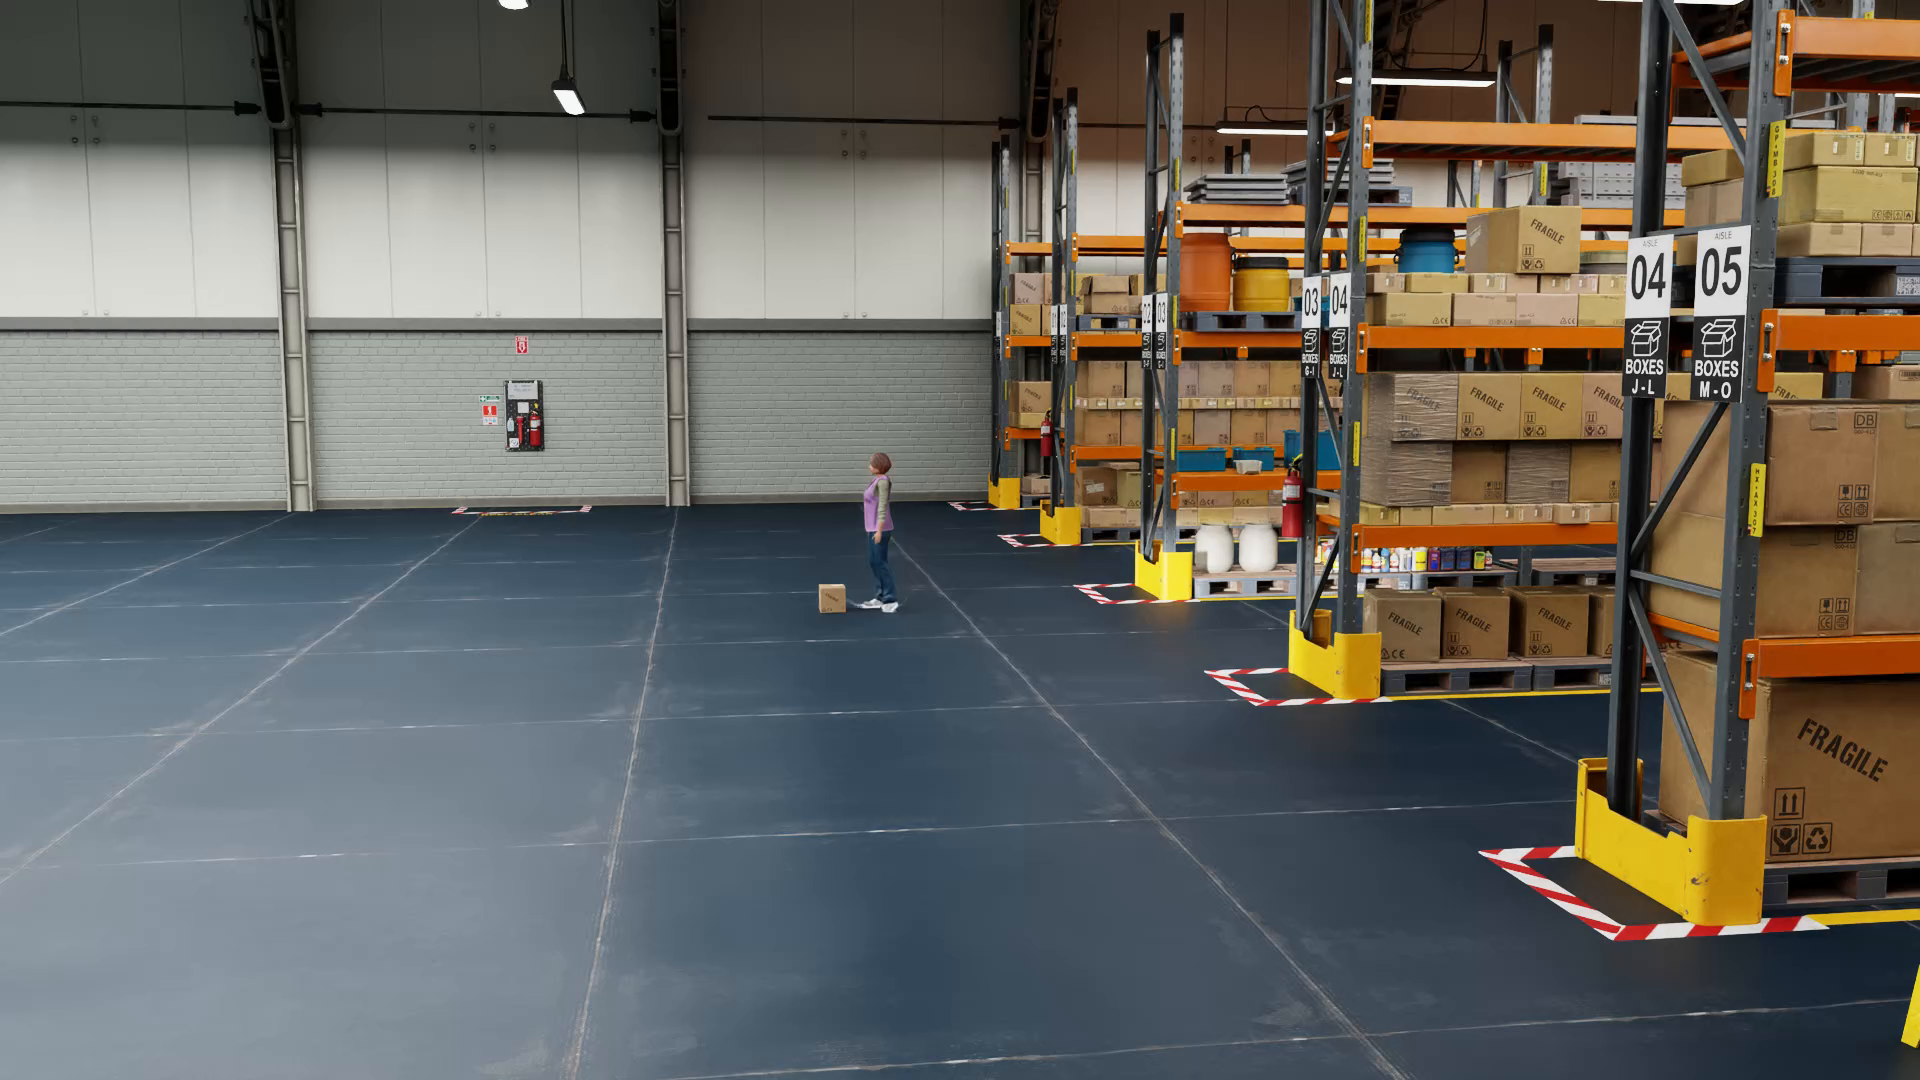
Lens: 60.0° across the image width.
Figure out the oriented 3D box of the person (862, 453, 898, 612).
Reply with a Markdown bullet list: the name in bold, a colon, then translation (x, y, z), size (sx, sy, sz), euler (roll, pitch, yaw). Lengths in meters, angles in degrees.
- **person**: translation (-0.810, -0.056, 16.754), size (0.352, 1.657, 0.410), euler (-1, 7, -8)
